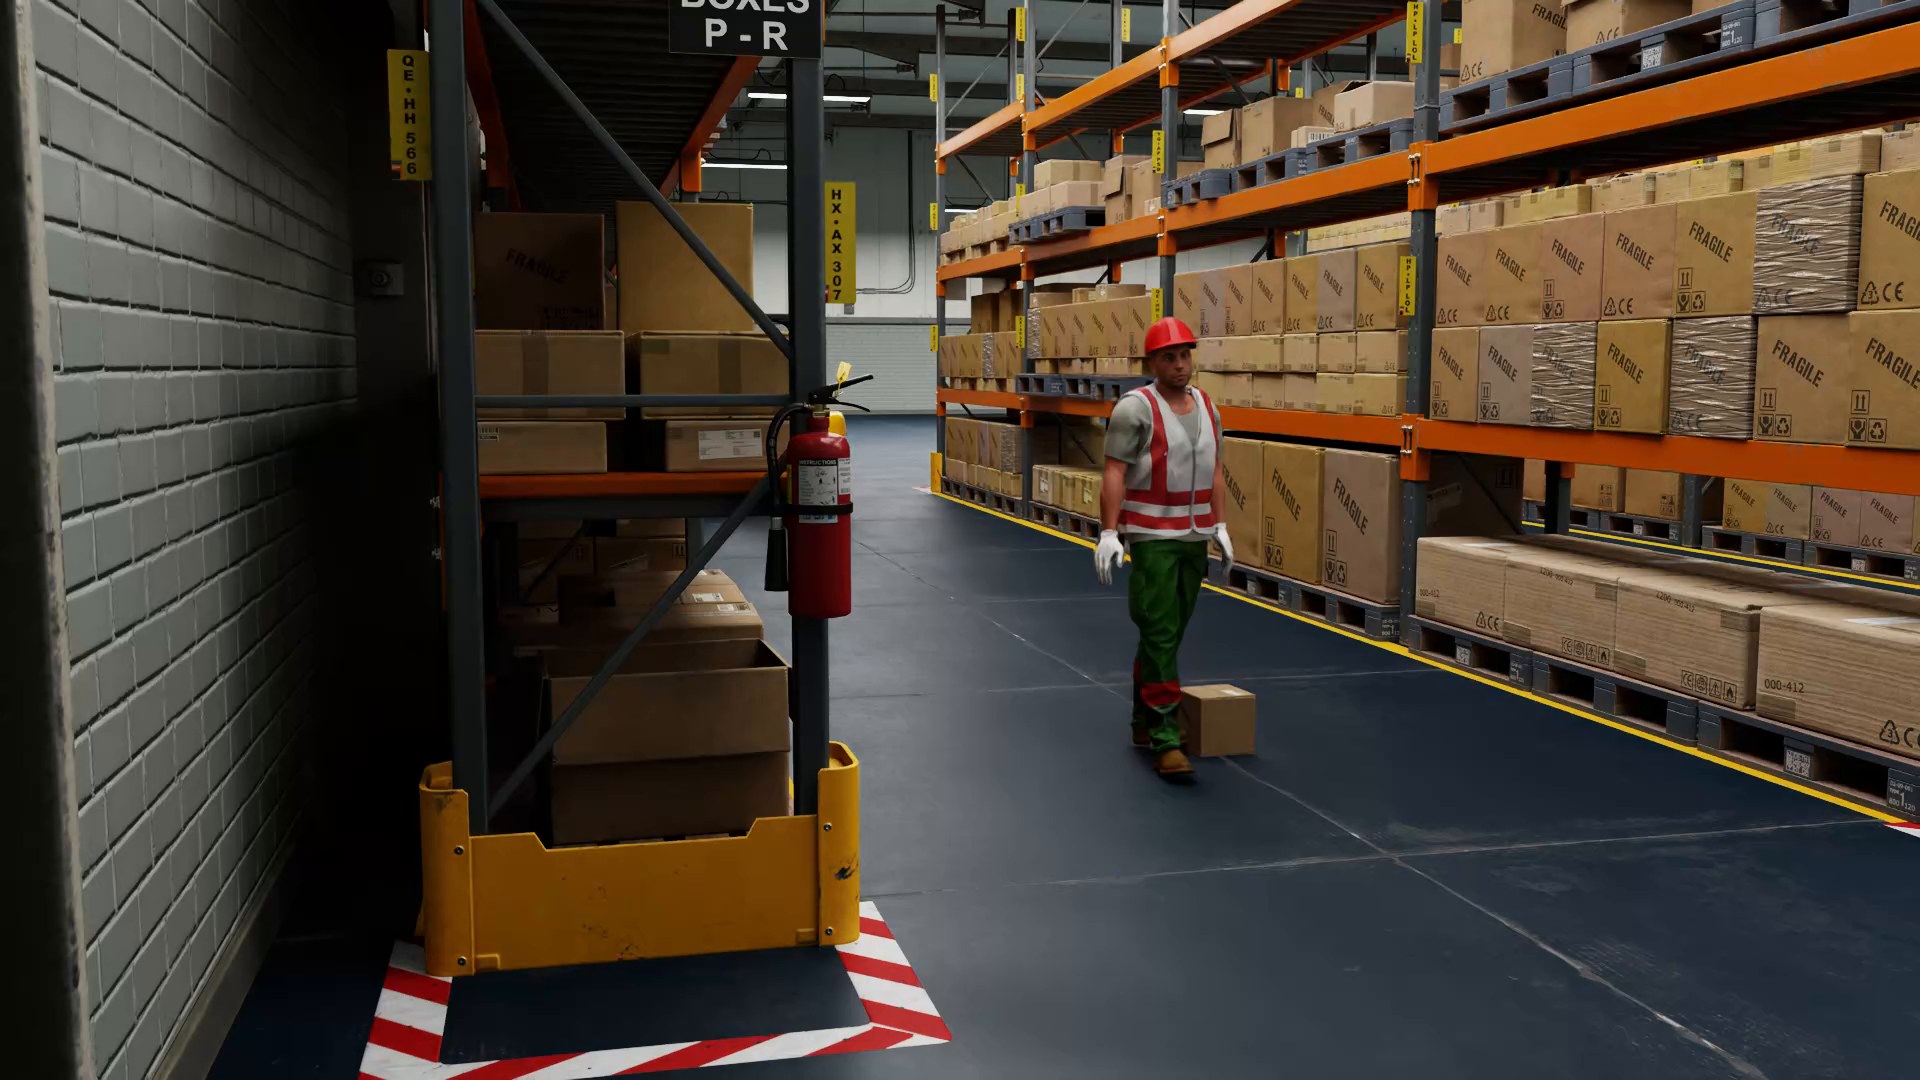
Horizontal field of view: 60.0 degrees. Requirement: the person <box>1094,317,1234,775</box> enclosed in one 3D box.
[{"bbox_3d":[0.831,0.014,6.613,0.649,1.790,0.632,-4,7,-35],"label":"person"}]
